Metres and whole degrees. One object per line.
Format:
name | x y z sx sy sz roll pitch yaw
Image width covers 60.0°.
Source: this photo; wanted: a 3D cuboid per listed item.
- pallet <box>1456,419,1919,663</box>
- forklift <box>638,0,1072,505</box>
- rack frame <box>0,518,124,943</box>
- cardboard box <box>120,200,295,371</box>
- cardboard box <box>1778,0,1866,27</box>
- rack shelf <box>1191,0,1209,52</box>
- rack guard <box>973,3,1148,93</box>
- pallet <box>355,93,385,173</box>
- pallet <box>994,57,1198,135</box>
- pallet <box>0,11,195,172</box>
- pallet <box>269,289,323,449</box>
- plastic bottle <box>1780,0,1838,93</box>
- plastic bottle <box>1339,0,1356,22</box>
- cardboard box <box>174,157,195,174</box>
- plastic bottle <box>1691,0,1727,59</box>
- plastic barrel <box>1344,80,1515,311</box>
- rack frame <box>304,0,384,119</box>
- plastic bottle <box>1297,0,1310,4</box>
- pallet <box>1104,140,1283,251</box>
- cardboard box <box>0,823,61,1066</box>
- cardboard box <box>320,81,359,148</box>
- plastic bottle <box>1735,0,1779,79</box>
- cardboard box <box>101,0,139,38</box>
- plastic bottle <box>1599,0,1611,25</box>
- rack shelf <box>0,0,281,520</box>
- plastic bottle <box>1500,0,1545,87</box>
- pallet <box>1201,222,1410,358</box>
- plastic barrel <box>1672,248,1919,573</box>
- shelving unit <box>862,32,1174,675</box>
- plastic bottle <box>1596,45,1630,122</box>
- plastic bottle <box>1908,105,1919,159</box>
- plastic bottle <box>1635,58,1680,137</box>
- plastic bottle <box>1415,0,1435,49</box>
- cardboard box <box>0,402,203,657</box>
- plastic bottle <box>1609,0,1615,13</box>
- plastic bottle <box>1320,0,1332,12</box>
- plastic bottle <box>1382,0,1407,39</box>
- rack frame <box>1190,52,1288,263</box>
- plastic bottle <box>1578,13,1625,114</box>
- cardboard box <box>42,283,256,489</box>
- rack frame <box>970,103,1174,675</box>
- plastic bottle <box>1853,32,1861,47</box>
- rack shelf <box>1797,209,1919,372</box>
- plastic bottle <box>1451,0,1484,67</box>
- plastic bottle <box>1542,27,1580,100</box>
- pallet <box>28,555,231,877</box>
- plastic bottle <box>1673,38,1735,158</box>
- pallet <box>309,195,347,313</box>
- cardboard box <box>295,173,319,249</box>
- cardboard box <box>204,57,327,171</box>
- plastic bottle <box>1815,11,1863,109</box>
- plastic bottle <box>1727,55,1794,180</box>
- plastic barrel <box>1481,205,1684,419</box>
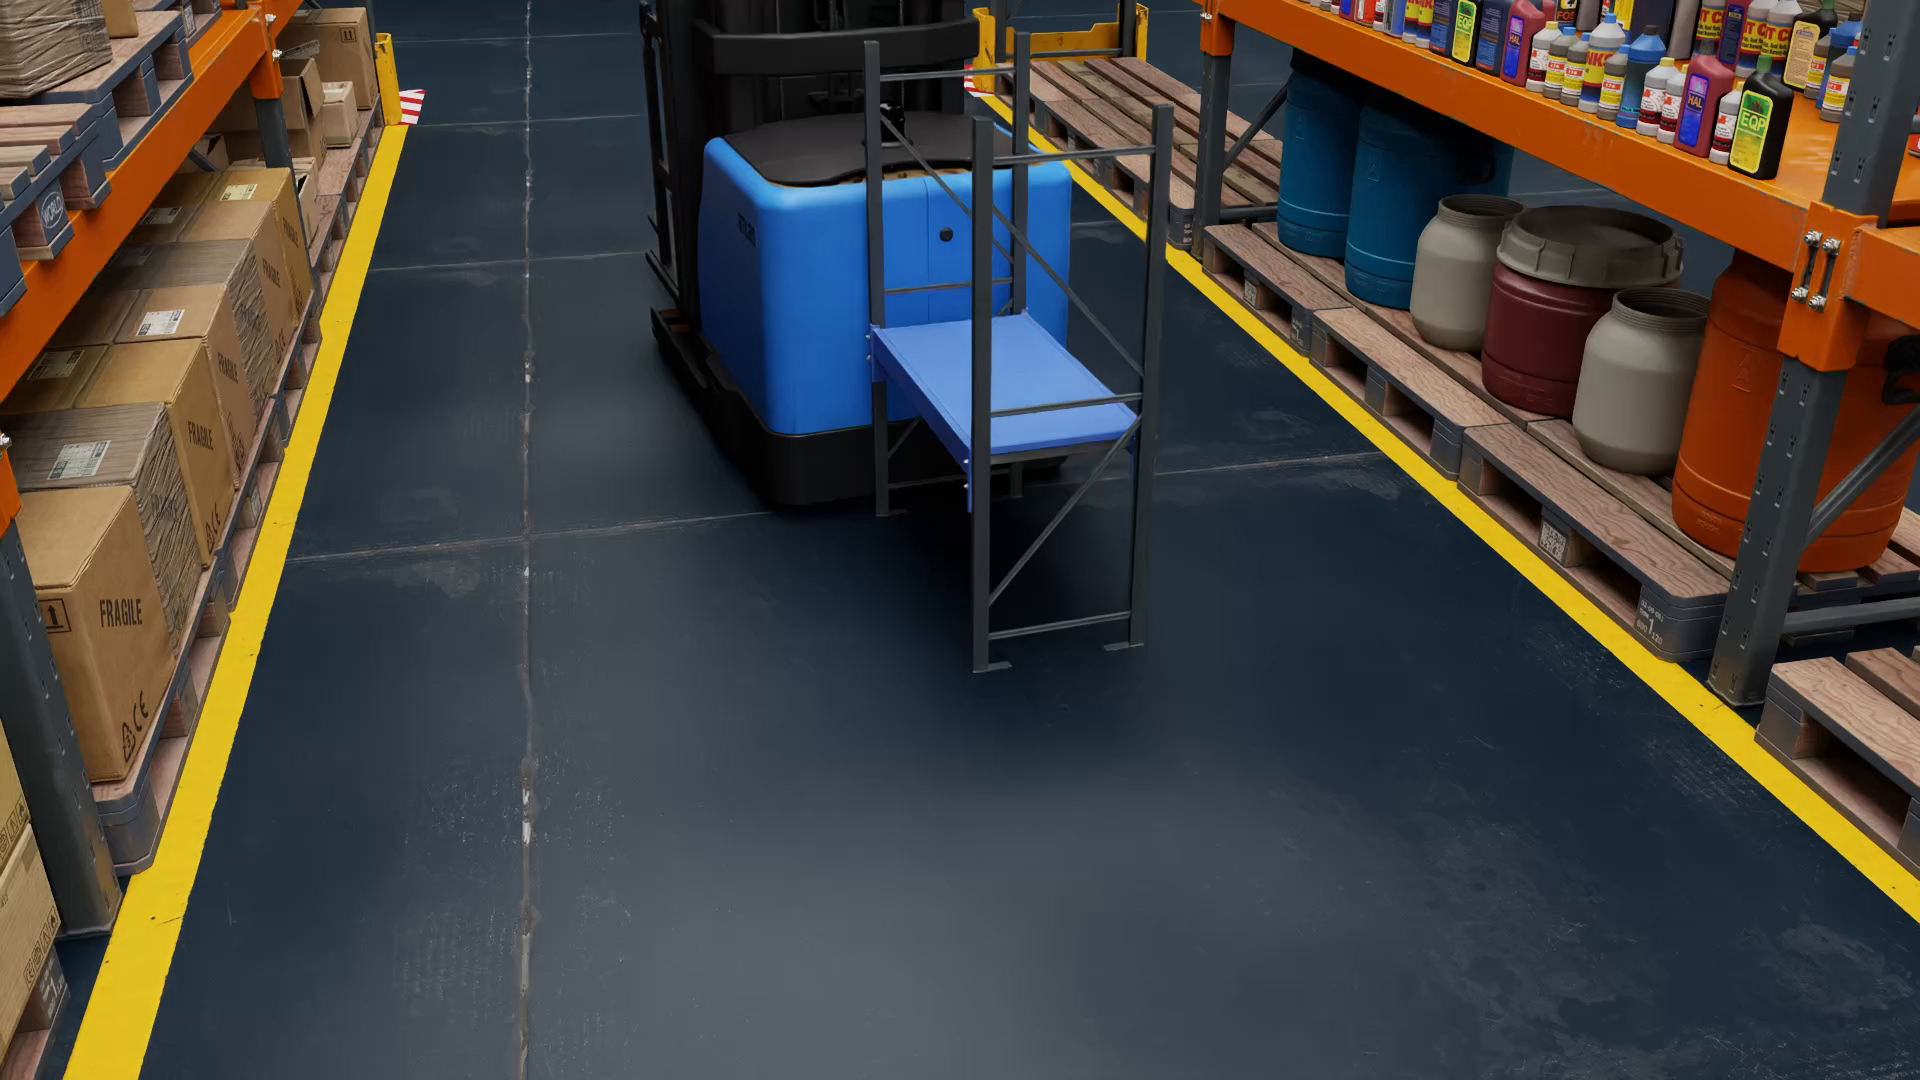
pallet | 2.285 -0.067 5.148 1.003 0.211 1.213 -6 27 -12
forklift | -0.619 -2.062 6.083 1.130 2.935 3.031 -9 28 -18
rack frame | -2.323 -0.468 2.849 1.000 3.000 0.127 -6 27 -12
cardboard box | -2.731 -0.899 5.989 0.500 0.500 0.500 -6 27 -11
cardboard box | 5.953 -3.551 10.849 0.875 0.875 0.875 -6 27 -12
rack shelf | 1.151 -3.283 9.223 1.077 0.370 4.000 -6 27 -12
rack guard | 0.682 -3.375 11.382 1.175 0.500 0.348 -6 27 -12
pallet | -3.929 -2.352 9.676 1.003 0.211 1.213 -6 27 -12
pallet | 0.849 -2.871 10.704 1.003 0.211 1.213 -6 27 -12
pallet | -2.766 -1.236 4.583 1.003 0.211 1.213 -6 27 -12
pallet | -3.005 -0.626 6.256 1.003 0.211 1.213 -6 27 -12
plastic bottle | 2.579 -1.508 5.039 0.061 0.283 0.133 -6 27 -12
plastic bottle | 1.469 -2.079 6.170 0.061 0.283 0.133 -6 27 -12
cardboard box | -3.630 -1.526 7.231 0.500 0.500 0.500 -6 27 -12
plastic bottle | 2.461 -1.696 5.423 0.097 0.271 0.097 0 27 0
plastic barrel | 1.868 -1.425 6.607 0.600 0.901 0.708 -6 27 -12
rack frame | -4.126 -3.980 9.807 1.000 3.000 0.127 -6 27 -12
plastic bottle | 1.418 -2.268 6.552 0.152 0.276 0.135 -6 27 -12
pallet | 1.398 -1.800 8.581 1.003 0.211 1.213 -6 27 -12
cardboard box | -1.967 0.778 2.965 0.500 0.250 0.500 -5 27 -10
cardboard box | -3.579 -2.315 9.072 0.500 0.250 0.500 -6 27 -12
plastic bottle | 2.513 -1.594 5.223 0.097 0.271 0.097 0 27 0
cardboard box | -2.766 -1.687 4.687 0.700 0.500 0.500 -13 30 -25
plastic bottle | 2.337 -1.906 5.918 0.097 0.201 0.097 0 27 0
rack shelf | -2.774 -1.025 4.751 1.077 0.370 4.000 -6 27 -12
plastic bottle | 1.739 -1.554 5.129 0.061 0.283 0.133 -6 27 -12
pallet | 1.735 -1.138 7.270 1.003 0.211 1.213 -6 27 -12
plastic barrel | 2.377 -0.401 4.659 0.600 0.830 0.708 -6 27 -12
shelving unit | 0.117 -0.561 4.696 0.538 1.500 1.048 -8 28 -16
plastic bottle | 1.871 -1.297 4.712 0.097 0.201 0.097 0 27 0
plastic bottle | 2.573 -1.122 4.281 0.152 0.276 0.135 -6 27 -12
plastic bottle | 1.914 -1.212 4.542 0.097 0.201 0.097 0 27 0
plastic bottle | 1.617 -1.822 5.673 0.097 0.271 0.097 0 27 0
cardboard box | -2.271 -0.007 4.221 0.500 0.500 0.500 -7 28 -13
plastic bottle | 2.308 -1.873 5.774 0.097 0.271 0.097 0 27 0
plastic bottle | 1.439 -2.138 6.377 0.097 0.201 0.097 0 27 0
plastic bottle | 1.596 -1.920 5.863 0.152 0.276 0.135 -6 27 -12
rack frame | 1.602 -2.726 7.321 1.000 3.000 0.127 -6 27 -12
plastic bottle | 1.849 -1.371 4.781 0.097 0.271 0.097 0 27 0
cardboard box | -2.502 -0.456 5.111 0.500 0.500 0.500 -7 28 -13
rack frame | 0.271 -0.342 4.263 0.500 1.500 0.032 -8 28 -16
plastic bottle | 2.617 -1.340 4.714 0.152 0.276 0.135 -6 27 -12
rack shelf | 2.954 0.229 2.265 1.077 0.370 4.000 -6 27 -12
plastic bottle | 1.667 -1.693 5.405 0.061 0.283 0.133 -6 27 -12
plastic bottle | 1.805 -1.425 4.966 0.097 0.201 0.097 0 27 0
pallet | -2.455 0.445 4.134 1.003 0.211 1.213 -6 27 -12
plastic bottle | 1.945 -1.153 4.335 0.061 0.283 0.133 -6 27 -12
pallet | -3.379 -1.281 7.554 1.003 0.211 1.213 -6 27 -12
cardboard box | -3.109 -1.427 7.243 0.500 0.311 0.500 -6 27 -12
cardboard box | -3.653 -2.131 8.424 0.797 0.503 0.637 -6 27 -12
plastic bottle | 2.558 -1.386 4.809 0.097 0.271 0.097 0 27 0
plastic bottle | 1.997 -1.052 4.135 0.061 0.283 0.133 -6 27 -12
plastic barrel | 2.122 -0.789 5.695 0.600 0.588 0.708 -6 27 -12
